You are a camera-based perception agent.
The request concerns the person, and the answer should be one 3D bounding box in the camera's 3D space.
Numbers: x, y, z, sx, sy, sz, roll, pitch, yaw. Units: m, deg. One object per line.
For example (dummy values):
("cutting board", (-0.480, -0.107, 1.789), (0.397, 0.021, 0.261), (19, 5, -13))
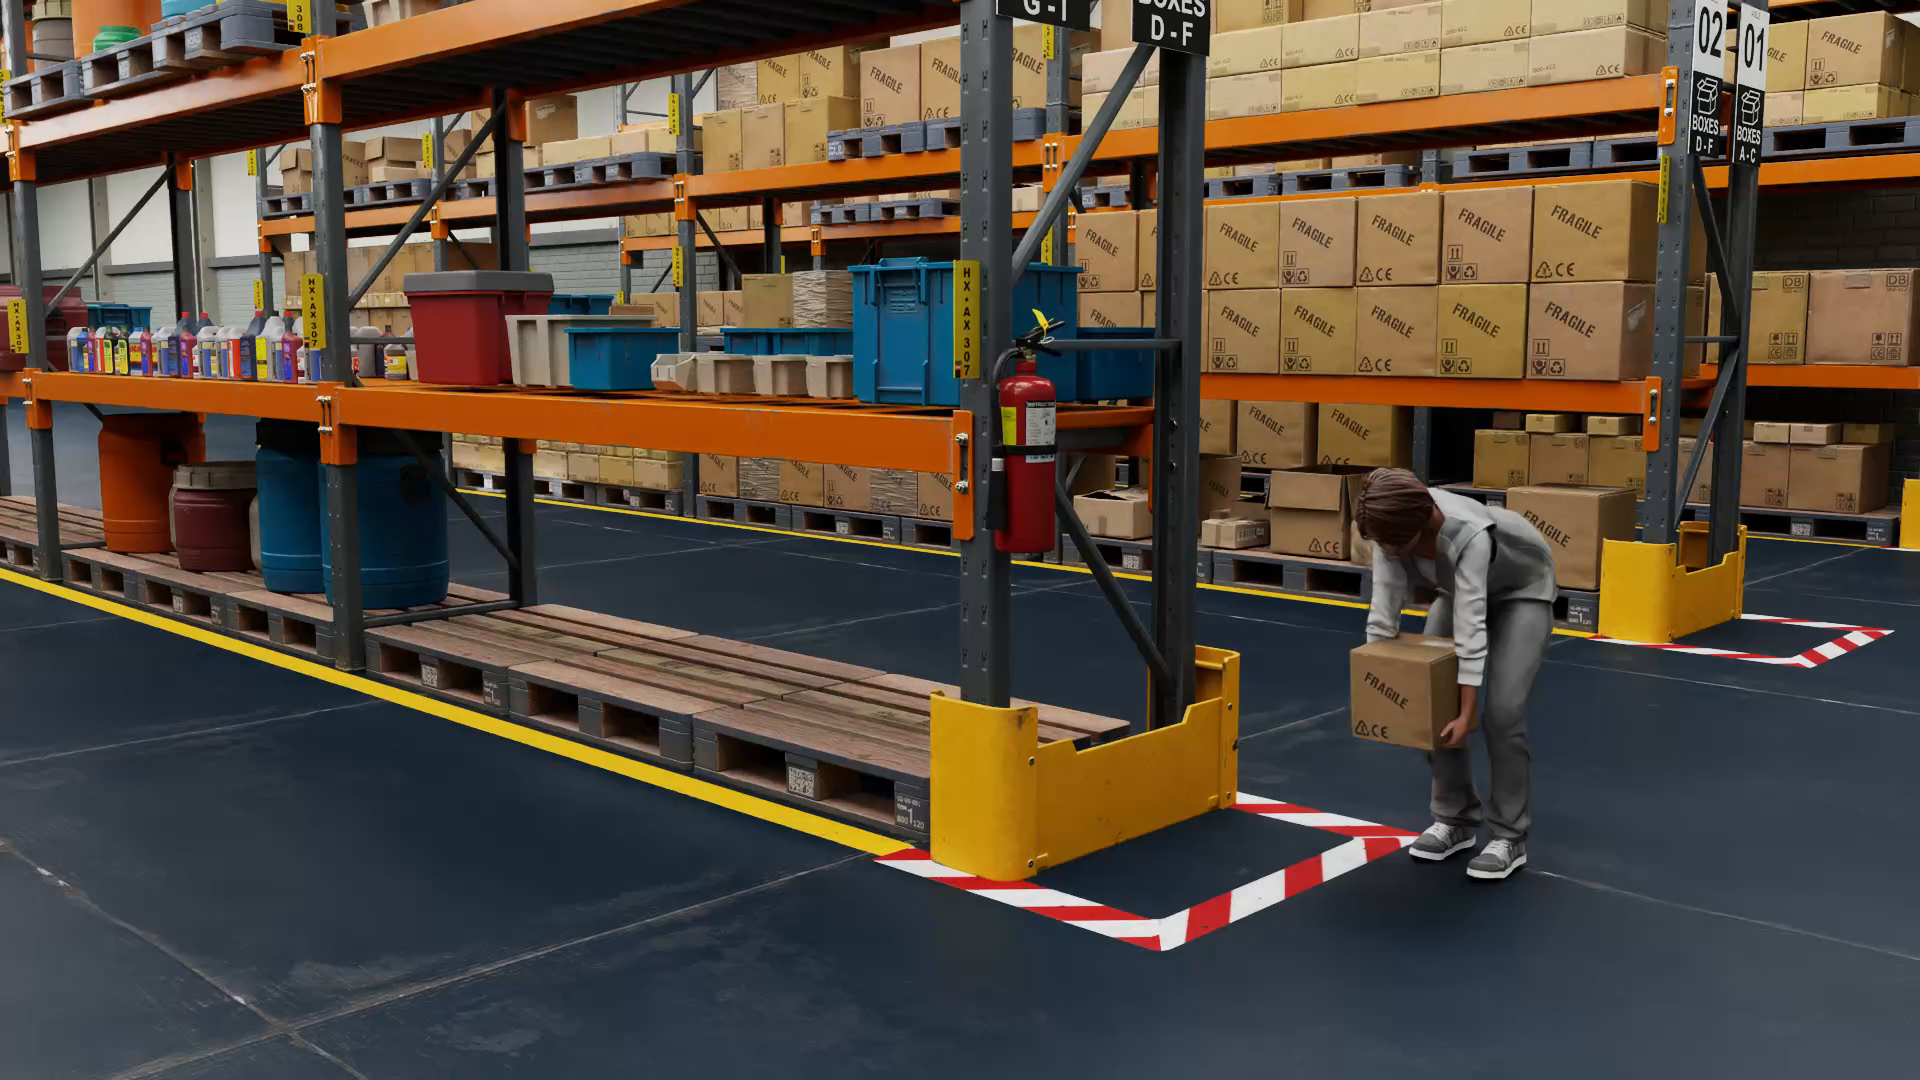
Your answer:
("person", (1.362, 0.379, 4.696), (0.821, 1.186, 0.382), (-6, 9, -41))
